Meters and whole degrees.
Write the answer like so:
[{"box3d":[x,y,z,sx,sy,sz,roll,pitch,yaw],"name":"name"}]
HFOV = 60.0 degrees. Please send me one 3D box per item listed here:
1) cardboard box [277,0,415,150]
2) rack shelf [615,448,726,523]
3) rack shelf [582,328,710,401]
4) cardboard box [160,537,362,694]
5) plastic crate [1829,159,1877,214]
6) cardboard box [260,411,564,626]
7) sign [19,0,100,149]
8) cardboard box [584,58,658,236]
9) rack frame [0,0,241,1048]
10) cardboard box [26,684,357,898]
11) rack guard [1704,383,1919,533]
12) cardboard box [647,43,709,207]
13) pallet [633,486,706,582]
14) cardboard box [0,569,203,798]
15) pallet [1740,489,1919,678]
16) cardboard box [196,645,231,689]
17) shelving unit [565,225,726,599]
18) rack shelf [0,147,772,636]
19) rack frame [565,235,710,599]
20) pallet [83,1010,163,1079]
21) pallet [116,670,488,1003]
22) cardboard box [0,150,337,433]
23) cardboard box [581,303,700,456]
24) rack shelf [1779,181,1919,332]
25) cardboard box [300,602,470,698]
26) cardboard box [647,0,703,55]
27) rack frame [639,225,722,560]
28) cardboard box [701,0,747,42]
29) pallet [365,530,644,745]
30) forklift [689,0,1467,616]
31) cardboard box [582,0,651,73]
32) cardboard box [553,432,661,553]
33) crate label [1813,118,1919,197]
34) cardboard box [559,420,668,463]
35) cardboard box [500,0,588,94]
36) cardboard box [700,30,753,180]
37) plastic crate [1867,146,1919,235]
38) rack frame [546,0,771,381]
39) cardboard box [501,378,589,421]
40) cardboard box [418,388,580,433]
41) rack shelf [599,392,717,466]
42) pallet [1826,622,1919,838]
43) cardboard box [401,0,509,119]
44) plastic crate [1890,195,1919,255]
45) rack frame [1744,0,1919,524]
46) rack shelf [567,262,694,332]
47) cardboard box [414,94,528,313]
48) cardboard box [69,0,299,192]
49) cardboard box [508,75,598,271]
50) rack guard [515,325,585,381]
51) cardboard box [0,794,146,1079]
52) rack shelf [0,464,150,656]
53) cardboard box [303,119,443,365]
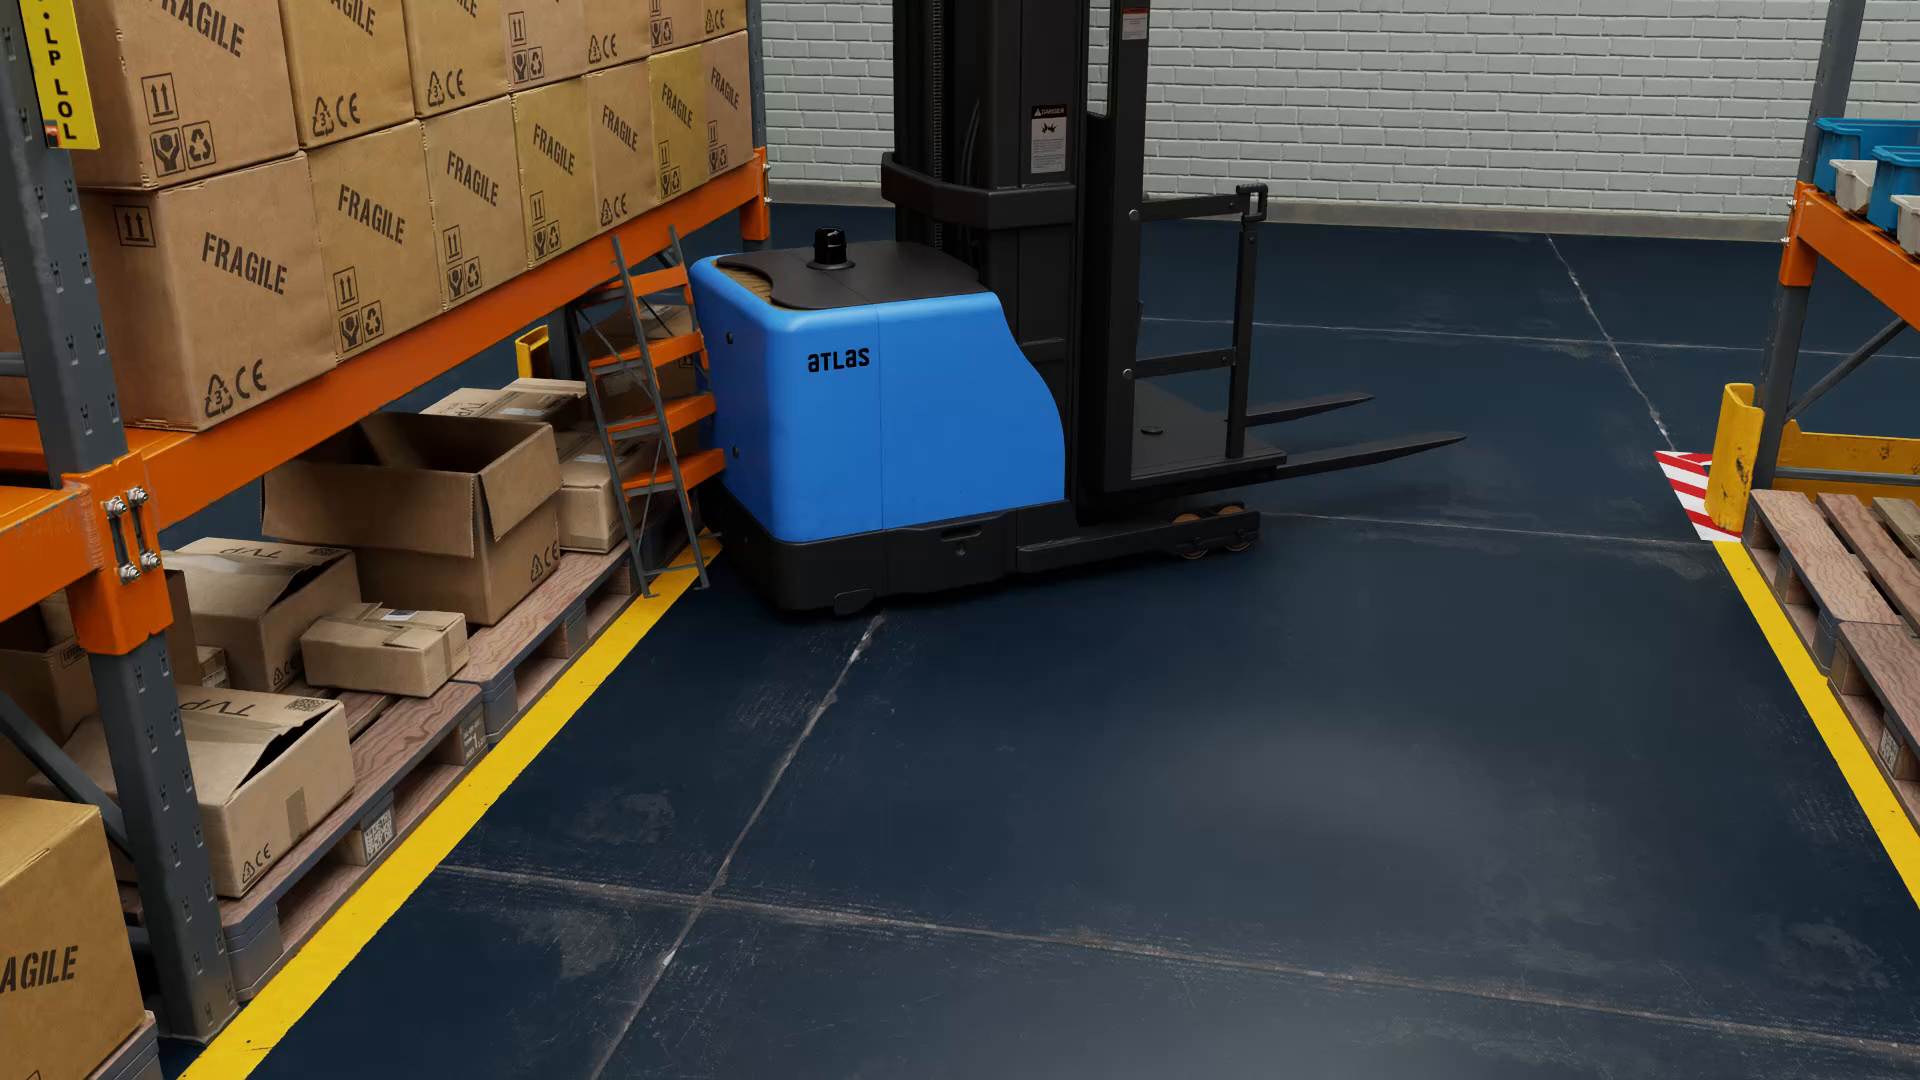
[{"box3d":[-1.637,-1.199,3.842,0.500,0.500,0.500,4,22,9],"name":"cardboard box"},{"box3d":[-0.983,-0.200,5.814,0.258,0.148,0.480,-10,12,15],"name":"rack shelf"},{"box3d":[-1.075,-0.604,5.728,0.258,0.148,0.480,-10,12,15],"name":"rack shelf"},{"box3d":[-2.122,0.190,4.877,0.500,0.311,0.500,4,22,11],"name":"cardboard box"},{"box3d":[3.032,-1.162,5.496,0.250,0.136,0.298,4,22,11],"name":"plastic crate"},{"box3d":[-1.735,-0.082,5.296,0.797,0.503,0.637,4,22,11],"name":"cardboard box"},{"box3d":[-1.569,-0.845,2.886,0.100,0.325,0.005,4,22,11],"name":"sign"},{"box3d":[-1.332,-1.301,5.436,0.500,0.500,0.500,5,22,11],"name":"cardboard box"},{"box3d":[-2.113,-0.349,3.205,1.000,3.000,0.127,4,22,11],"name":"rack frame"},{"box3d":[-1.816,0.557,3.965,0.500,0.311,0.500,4,22,11],"name":"cardboard box"},{"box3d":[3.543,-0.283,6.387,1.175,0.500,0.348,4,22,11],"name":"rack guard"},{"box3d":[-1.225,-1.484,5.888,0.500,0.500,0.500,5,22,11],"name":"cardboard box"},{"box3d":[-1.474,-0.199,6.565,1.003,0.211,1.213,4,22,11],"name":"pallet"},{"box3d":[-2.275,0.377,4.160,0.500,0.500,0.500,4,22,11],"name":"cardboard box"},{"box3d":[3.345,0.159,5.675,1.003,0.211,1.213,4,22,11],"name":"pallet"},{"box3d":[-2.257,0.398,4.578,0.380,0.149,0.250,4,22,11],"name":"cardboard box"},{"box3d":[-1.041,-0.454,5.760,0.258,1.200,0.503,-10,12,15],"name":"shelving unit"},{"box3d":[-1.705,-0.747,5.155,1.077,0.370,4.000,4,22,11],"name":"rack shelf"},{"box3d":[-1.092,-0.393,5.529,0.240,1.200,0.015,-10,12,15],"name":"rack frame"},{"box3d":[-2.242,1.245,2.980,1.003,0.211,1.213,4,22,11],"name":"pallet"},{"box3d":[-1.972,0.694,4.349,1.003,0.211,1.213,4,22,11],"name":"pallet"},{"box3d":[-1.743,-0.561,3.597,0.500,0.500,0.500,5,22,12],"name":"cardboard box"},{"box3d":[-1.167,-0.639,6.681,0.500,0.500,0.500,4,22,11],"name":"cardboard box"},{"box3d":[3.143,-0.368,4.214,1.077,0.370,4.000,4,22,11],"name":"rack shelf"},{"box3d":[-1.649,0.307,4.779,0.380,0.166,0.250,4,22,11],"name":"cardboard box"},{"box3d":[-1.221,-1.953,5.716,0.500,0.500,0.500,5,22,12],"name":"cardboard box"},{"box3d":[-0.989,-0.515,5.990,0.240,1.200,0.015,-10,12,15],"name":"rack frame"},{"box3d":[-1.119,-2.138,6.175,0.500,0.500,0.500,4,22,10],"name":"cardboard box"},{"box3d":[-1.726,0.246,5.460,1.003,0.211,1.213,4,22,11],"name":"pallet"},{"box3d":[0.568,-1.457,6.047,3.031,2.935,1.130,-10,24,-23],"name":"forklift"},{"box3d":[-1.322,-1.763,5.245,0.500,0.500,0.500,5,22,12],"name":"cardboard box"},{"box3d":[-1.390,-0.178,5.871,0.500,0.250,0.500,4,22,11],"name":"cardboard box"},{"box3d":[3.178,-1.318,5.754,0.416,0.233,0.303,4,22,11],"name":"crate label"},{"box3d":[-1.338,-0.343,6.393,0.380,0.166,0.250,4,22,11],"name":"cardboard box"},{"box3d":[-1.427,-1.576,4.778,0.500,0.500,0.500,5,23,13],"name":"cardboard box"},{"box3d":[-1.122,-1.674,6.360,0.500,0.500,0.500,5,23,13],"name":"cardboard box"},{"box3d":[3.044,-1.077,5.156,0.416,0.233,0.300,4,22,11],"name":"plastic crate"},{"box3d":[-1.297,-1.812,6.837,1.000,3.000,0.127,4,22,11],"name":"rack frame"},{"box3d":[-1.719,-0.566,6.972,0.380,0.149,0.250,4,22,11],"name":"cardboard box"},{"box3d":[-1.788,-0.380,6.374,0.500,0.250,0.500,4,22,11],"name":"cardboard box"},{"box3d":[-1.026,-0.390,5.773,0.258,0.148,0.480,-10,12,15],"name":"rack shelf"},{"box3d":[3.094,0.604,4.571,1.003,0.211,1.213,4,22,11],"name":"pallet"},{"box3d":[-1.532,-1.387,4.309,0.500,0.500,0.500,4,22,9],"name":"cardboard box"},{"box3d":[2.894,-0.914,4.880,0.250,0.136,0.298,4,22,11],"name":"plastic crate"},{"box3d":[3.551,-1.433,5.896,1.000,3.000,0.127,4,22,11],"name":"rack frame"},{"box3d":[-1.126,-0.829,5.680,0.258,0.148,0.480,-10,12,15],"name":"rack shelf"},{"box3d":[-1.537,-0.931,4.517,0.500,0.500,0.500,4,22,11],"name":"cardboard box"},{"box3d":[-1.742,-1.010,3.374,0.500,0.500,0.500,5,22,12],"name":"cardboard box"},{"box3d":[-1.435,-1.117,4.979,0.500,0.500,0.500,4,22,10],"name":"cardboard box"},{"box3d":[-1.313,-0.624,7.235,1.175,0.500,0.348,4,22,11],"name":"rack guard"},{"box3d":[-1.934,0.809,3.087,0.500,0.500,0.500,4,22,11],"name":"cardboard box"},{"box3d":[-2.522,0.716,1.523,1.077,0.370,4.000,4,22,11],"name":"rack shelf"},{"box3d":[-1.641,-0.748,4.063,0.500,0.500,0.500,5,22,12],"name":"cardboard box"}]
